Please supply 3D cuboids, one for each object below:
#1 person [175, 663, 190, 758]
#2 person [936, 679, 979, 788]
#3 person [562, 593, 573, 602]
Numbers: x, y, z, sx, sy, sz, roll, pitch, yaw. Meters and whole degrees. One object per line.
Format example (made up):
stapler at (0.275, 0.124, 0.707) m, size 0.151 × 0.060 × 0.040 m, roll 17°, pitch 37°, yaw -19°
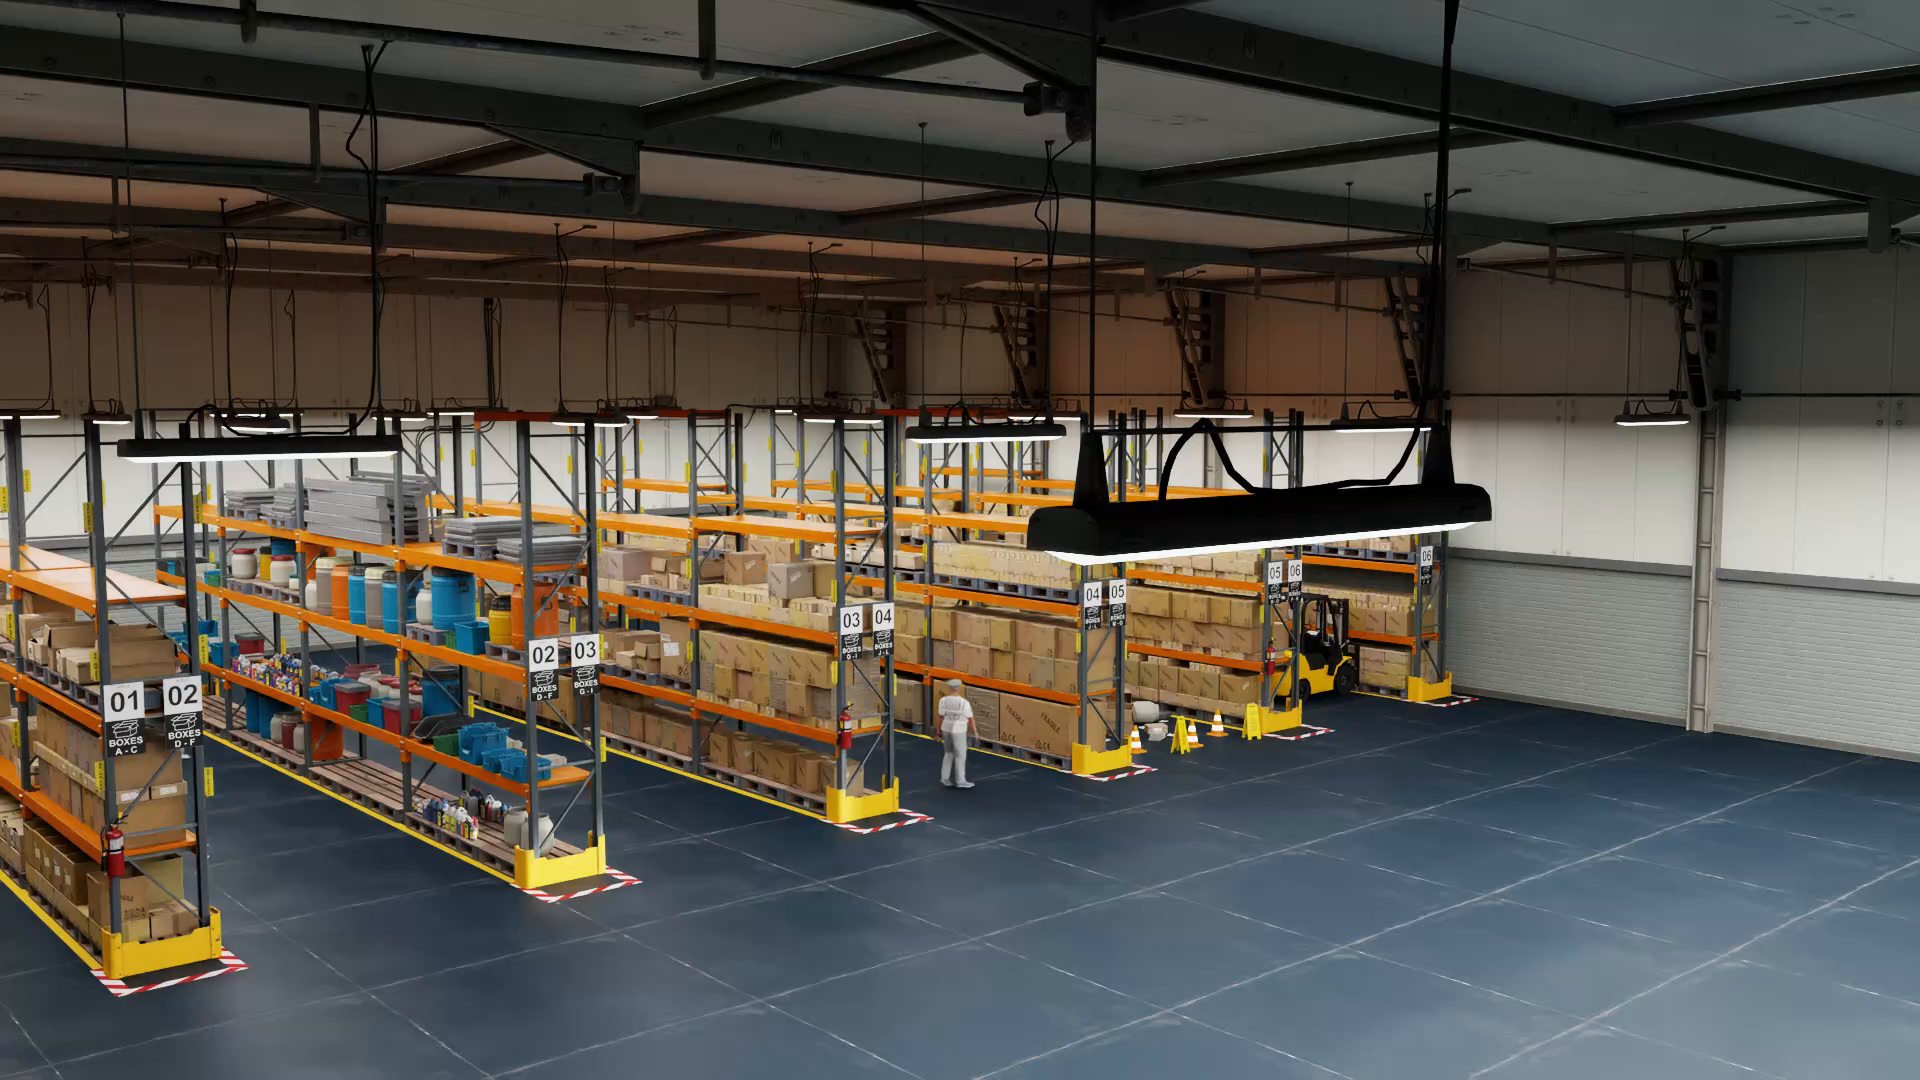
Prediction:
person at (-13.679, 2.978, 28.973) m, size 0.655 × 1.677 × 0.427 m, roll 2°, pitch 5°, yaw 22°
person at (-0.057, 3.129, 26.793) m, size 0.645 × 1.812 × 0.544 m, roll 5°, pitch 7°, yaw 43°
person at (-9.482, 2.007, 40.196) m, size 0.460 × 1.602 × 0.365 m, roll -4°, pitch 6°, yaw -37°
